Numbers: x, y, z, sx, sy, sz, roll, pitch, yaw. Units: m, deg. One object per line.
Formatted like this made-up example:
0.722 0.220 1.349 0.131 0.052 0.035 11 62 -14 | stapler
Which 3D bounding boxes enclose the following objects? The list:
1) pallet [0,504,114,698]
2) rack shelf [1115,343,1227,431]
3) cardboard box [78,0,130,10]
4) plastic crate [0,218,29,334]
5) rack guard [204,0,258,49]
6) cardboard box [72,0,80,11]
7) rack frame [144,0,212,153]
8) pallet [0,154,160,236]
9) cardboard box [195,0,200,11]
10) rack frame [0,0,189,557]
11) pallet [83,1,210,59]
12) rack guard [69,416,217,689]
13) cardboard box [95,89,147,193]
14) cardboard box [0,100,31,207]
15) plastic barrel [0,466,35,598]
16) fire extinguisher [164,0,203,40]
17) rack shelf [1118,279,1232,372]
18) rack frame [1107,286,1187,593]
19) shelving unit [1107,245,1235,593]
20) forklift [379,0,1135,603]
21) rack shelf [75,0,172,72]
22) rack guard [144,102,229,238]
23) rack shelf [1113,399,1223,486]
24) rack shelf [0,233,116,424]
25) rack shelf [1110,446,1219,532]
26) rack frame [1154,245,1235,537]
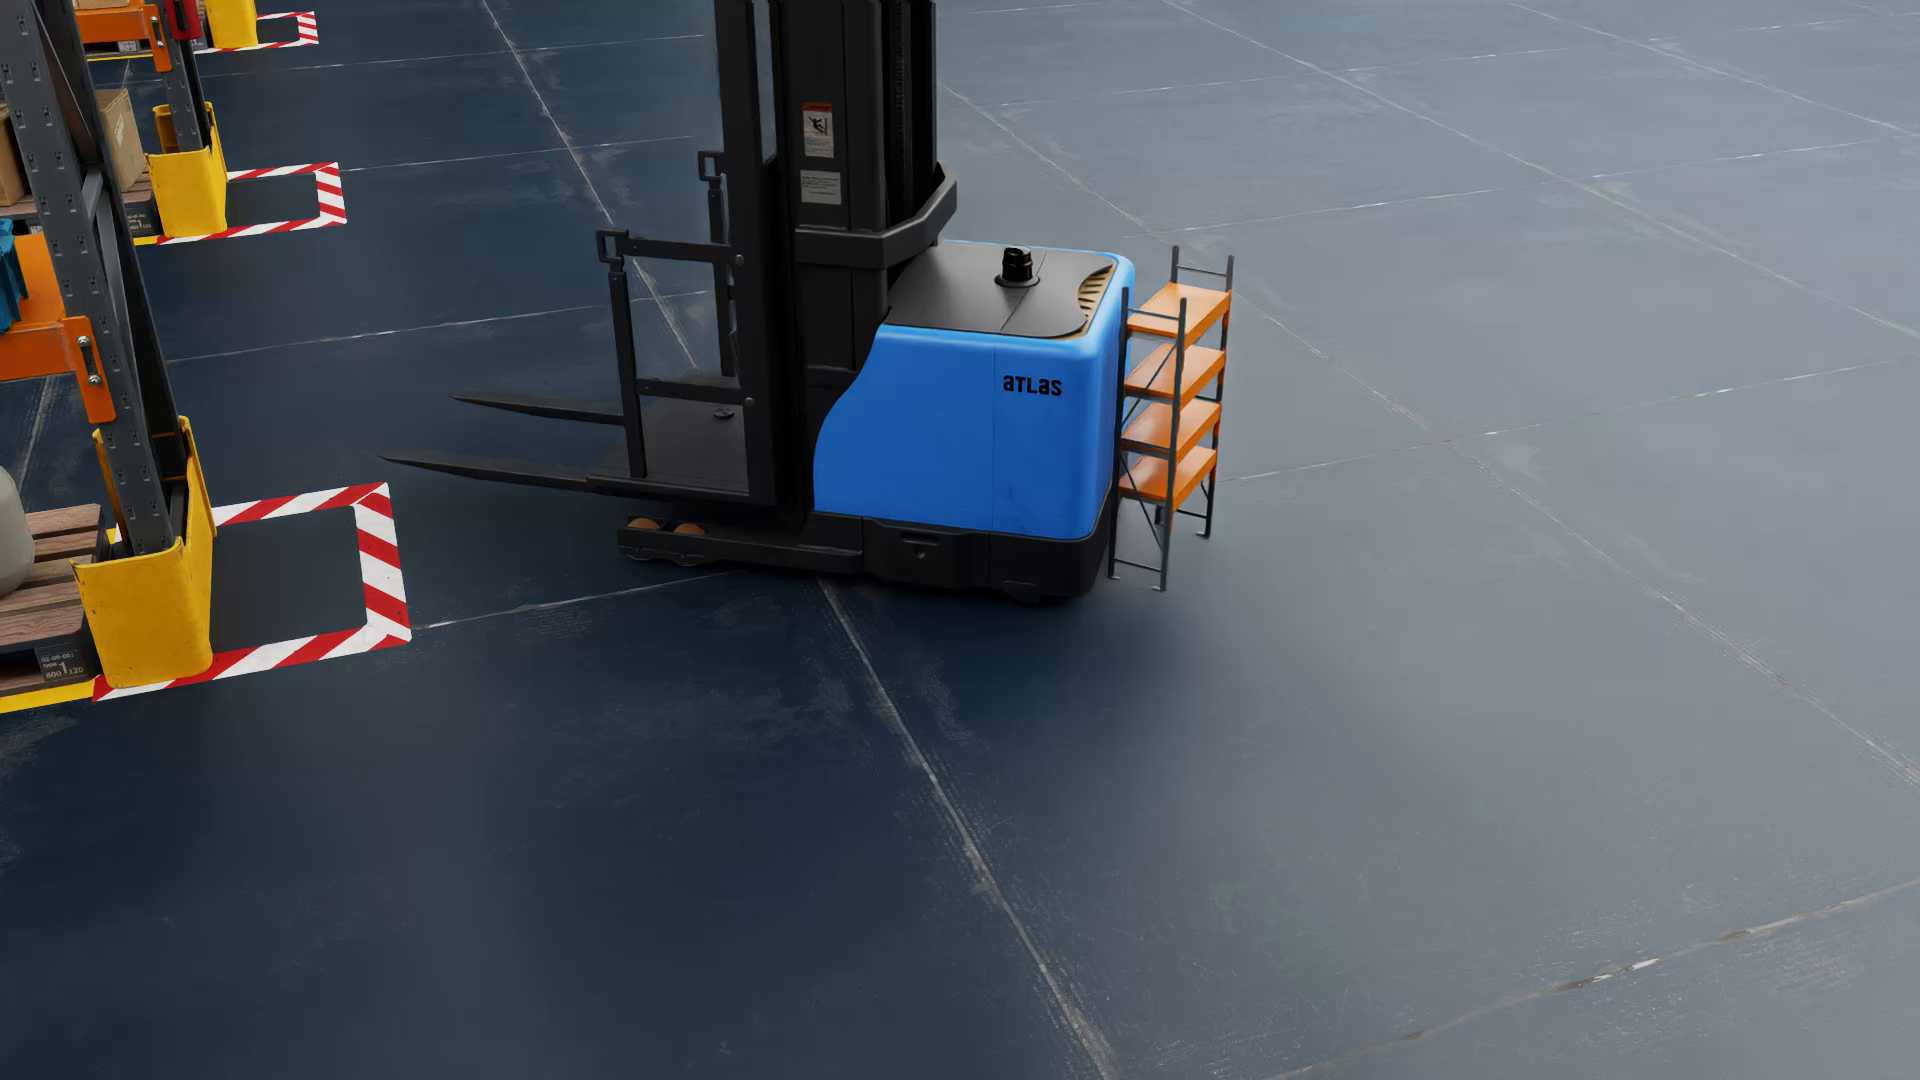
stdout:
-3.793 0.277 6.050 1.213 0.211 1.003 -10 31 -18 | pallet
0.799 -0.593 6.263 0.258 0.148 0.480 15 33 24 | rack shelf
-4.897 -3.151 9.504 0.250 0.149 0.380 -10 31 -18 | cardboard box
-3.339 -0.817 5.304 0.616 0.251 0.499 -10 31 -18 | plastic crate
-6.314 -4.641 14.392 0.348 0.500 1.175 -10 31 -18 | rack guard
-5.131 -3.108 9.429 0.250 0.149 0.380 -10 31 -18 | cardboard box
-4.702 -3.405 9.696 0.127 3.000 1.000 -10 31 -18 | rack frame
-5.547 -2.056 10.146 1.213 0.211 1.003 -10 31 -18 | pallet
-6.949 -4.835 13.929 0.875 0.875 0.875 -10 31 -17 | cardboard box
-2.975 -1.107 5.663 0.127 3.000 1.000 -10 31 -18 | rack frame
-7.059 -4.337 14.150 1.213 0.211 1.003 -10 31 -18 | pallet
-3.030 0.014 6.220 0.348 0.500 1.175 -10 31 -18 | rack guard
-5.293 -2.401 10.035 0.500 0.500 0.500 -5 30 -8 | cardboard box
-5.841 -2.282 9.826 0.500 0.500 0.500 -3 30 -5 | cardboard box
-3.565 -0.059 5.913 0.421 0.512 0.421 0 30 0 | plastic barrel
-4.434 -3.177 9.375 0.183 0.674 0.296 -10 31 -18 | fire extinguisher
0.799 -0.798 6.145 0.258 0.148 0.480 15 33 24 | rack shelf
0.685 -0.350 6.152 0.240 1.200 0.015 15 33 24 | rack frame
0.799 -0.457 6.340 0.258 1.200 0.503 15 33 24 | shelving unit
-0.871 -1.413 6.270 3.031 2.935 1.130 7 30 12 | forklift
-6.576 -2.747 9.268 4.000 0.370 1.077 -10 31 -18 | rack shelf
-4.773 -2.306 10.292 0.348 0.500 1.175 -10 31 -18 | rack guard
0.799 -0.399 6.373 0.258 0.148 0.480 15 33 24 | rack shelf
-4.849 -0.449 5.235 4.000 0.370 1.077 -10 31 -18 | rack shelf
0.799 -0.226 6.472 0.258 0.148 0.480 15 33 24 | rack shelf
0.913 -0.564 6.528 0.240 1.200 0.015 15 33 24 | rack frame
